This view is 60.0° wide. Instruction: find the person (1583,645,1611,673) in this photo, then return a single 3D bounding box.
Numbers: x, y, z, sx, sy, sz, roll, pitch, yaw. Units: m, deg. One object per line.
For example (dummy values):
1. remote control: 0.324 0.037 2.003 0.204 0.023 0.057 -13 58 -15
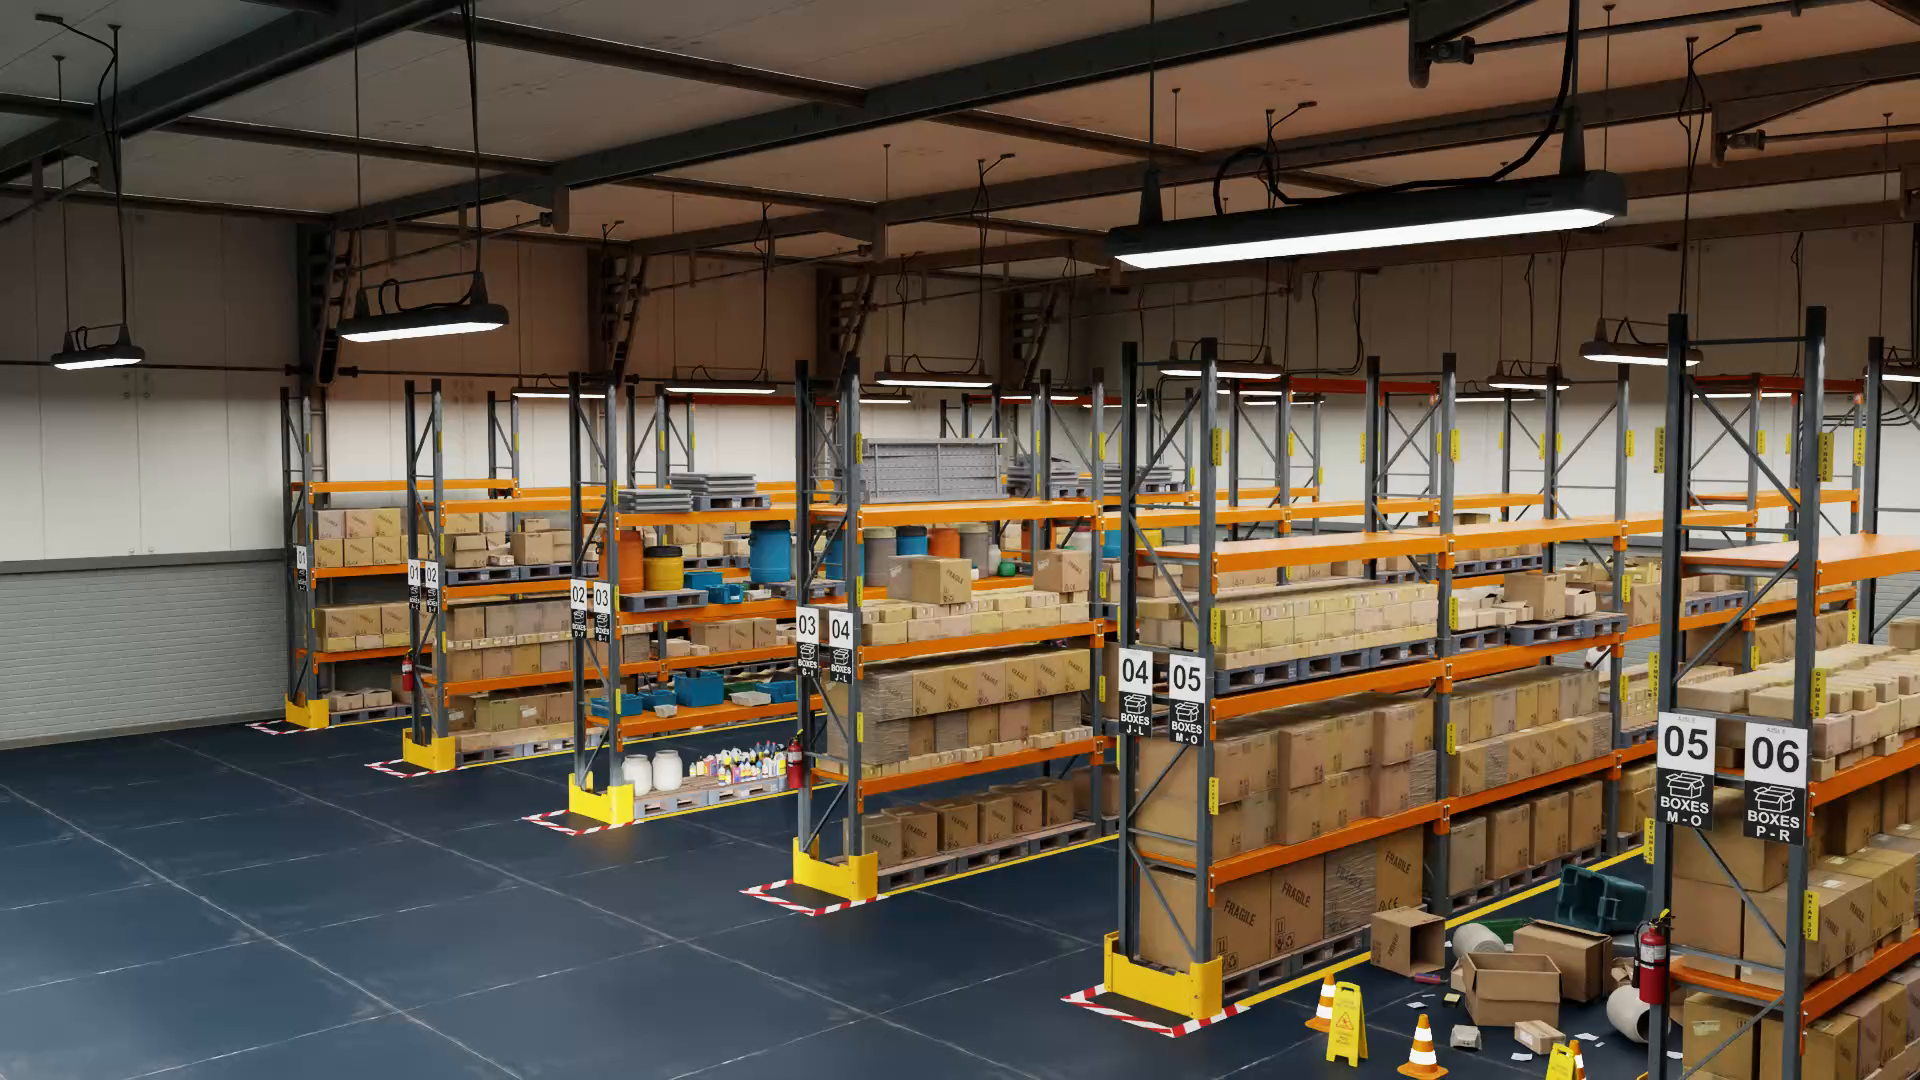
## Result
1. person: 11.131 2.418 28.843 0.894 1.720 0.696 -3 4 -35
